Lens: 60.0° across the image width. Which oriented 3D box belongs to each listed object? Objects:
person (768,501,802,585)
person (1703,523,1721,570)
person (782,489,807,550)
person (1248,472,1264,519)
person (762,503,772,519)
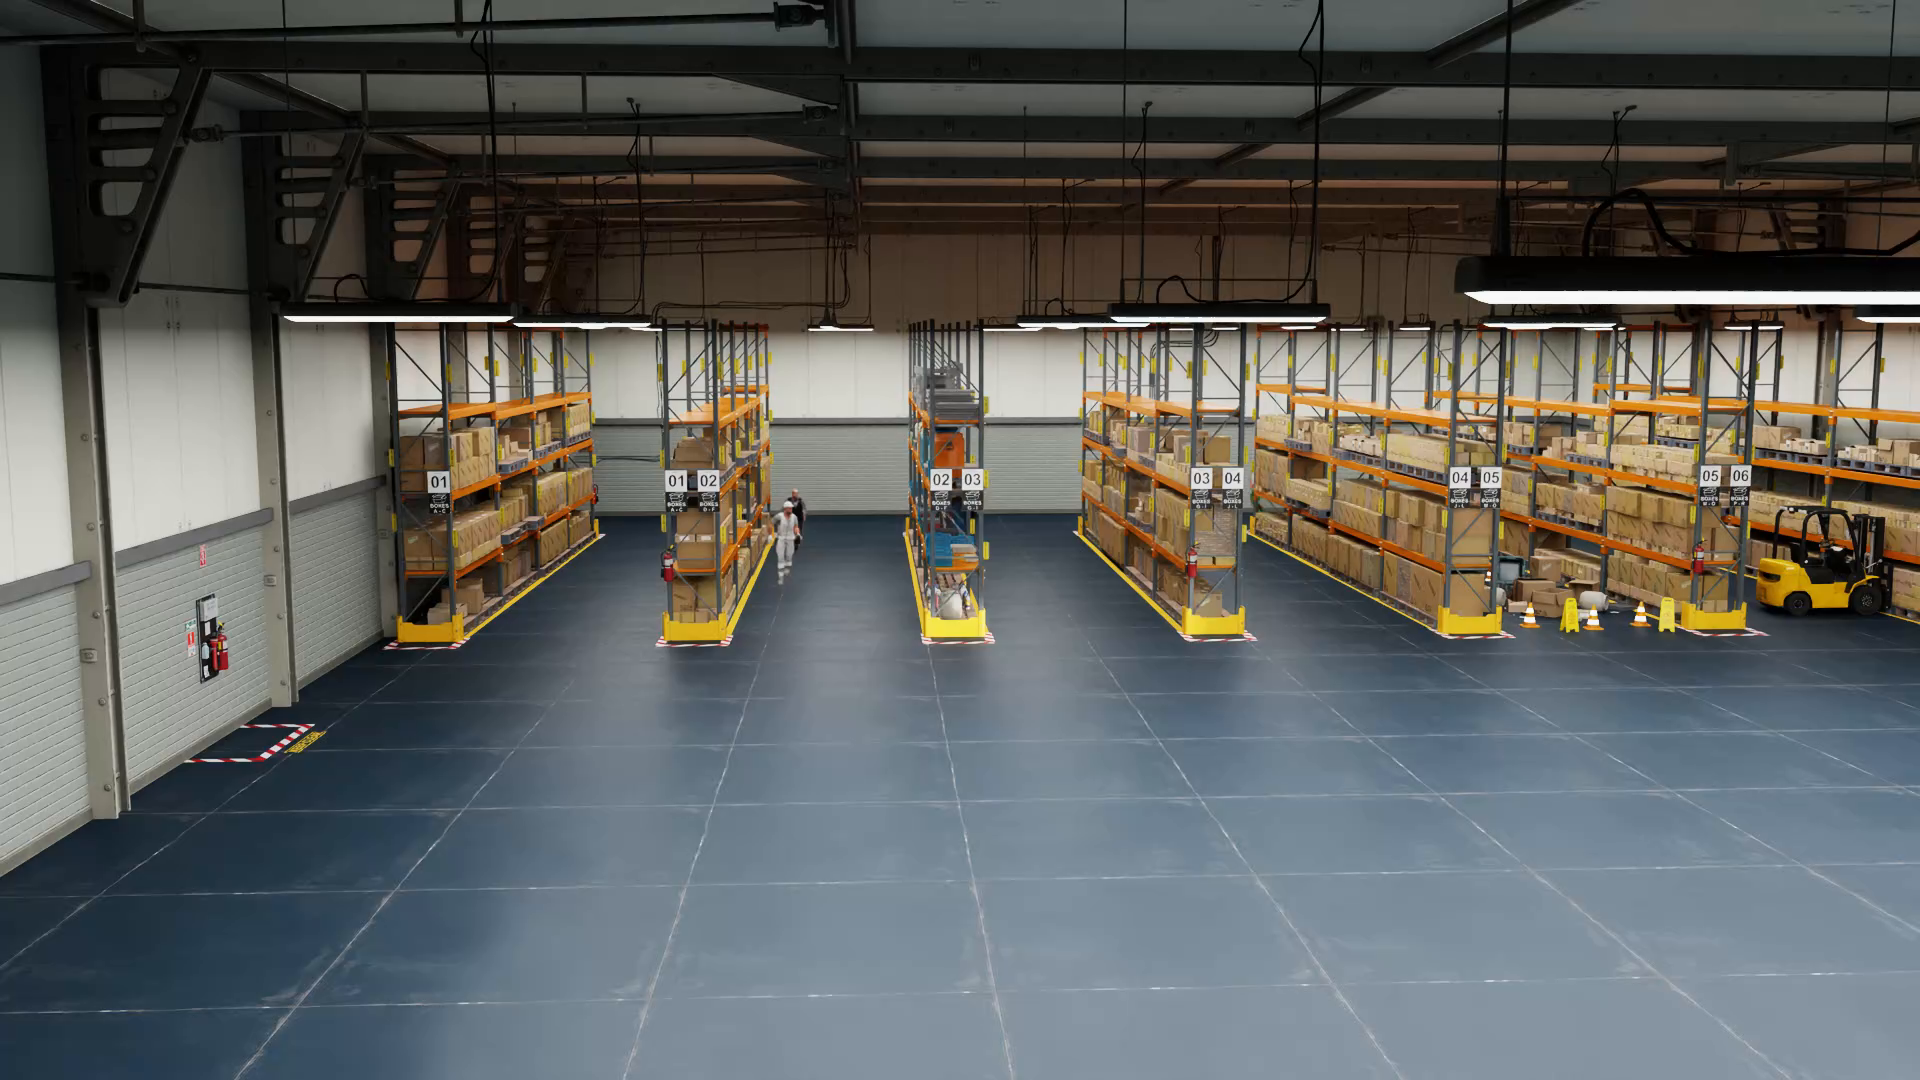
[{"bbox_3d":[-3.894,0.040,37.050,0.777,1.829,0.856,0,7,-3],"label":"person"},{"bbox_3d":[16.924,0.261,37.597,0.465,1.698,0.496,5,9,35],"label":"person"},{"bbox_3d":[-4.365,-0.500,43.737,0.660,1.698,0.992,0,7,-3],"label":"person"},{"bbox_3d":[9.141,-1.531,51.376,0.480,1.782,0.545,-3,8,-25],"label":"person"},{"bbox_3d":[-6.296,-1.460,51.268,0.990,1.721,0.670,2,7,13],"label":"person"}]
